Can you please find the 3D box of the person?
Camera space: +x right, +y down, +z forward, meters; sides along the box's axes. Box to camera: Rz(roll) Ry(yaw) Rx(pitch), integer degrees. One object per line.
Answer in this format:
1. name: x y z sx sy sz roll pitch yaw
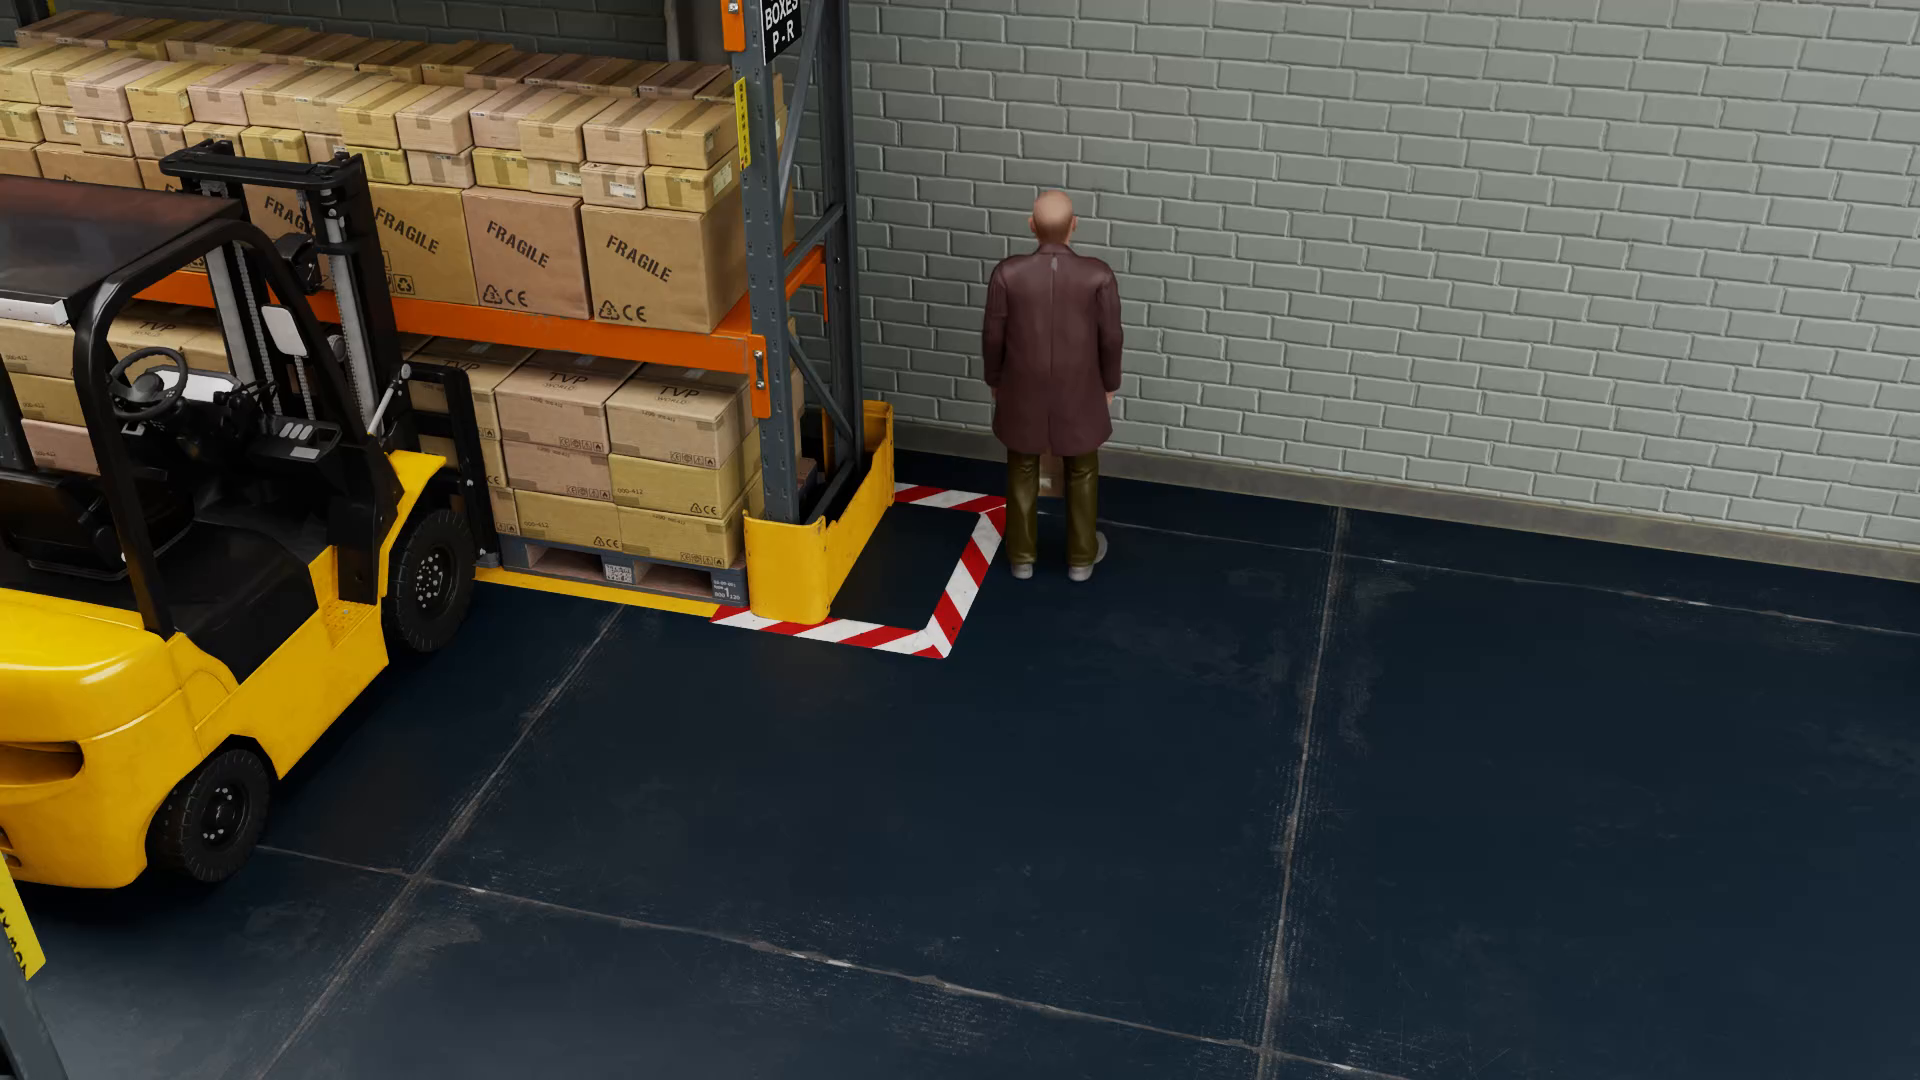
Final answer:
1. person: 0.392 -0.643 7.164 0.596 1.776 0.424 3 33 5
